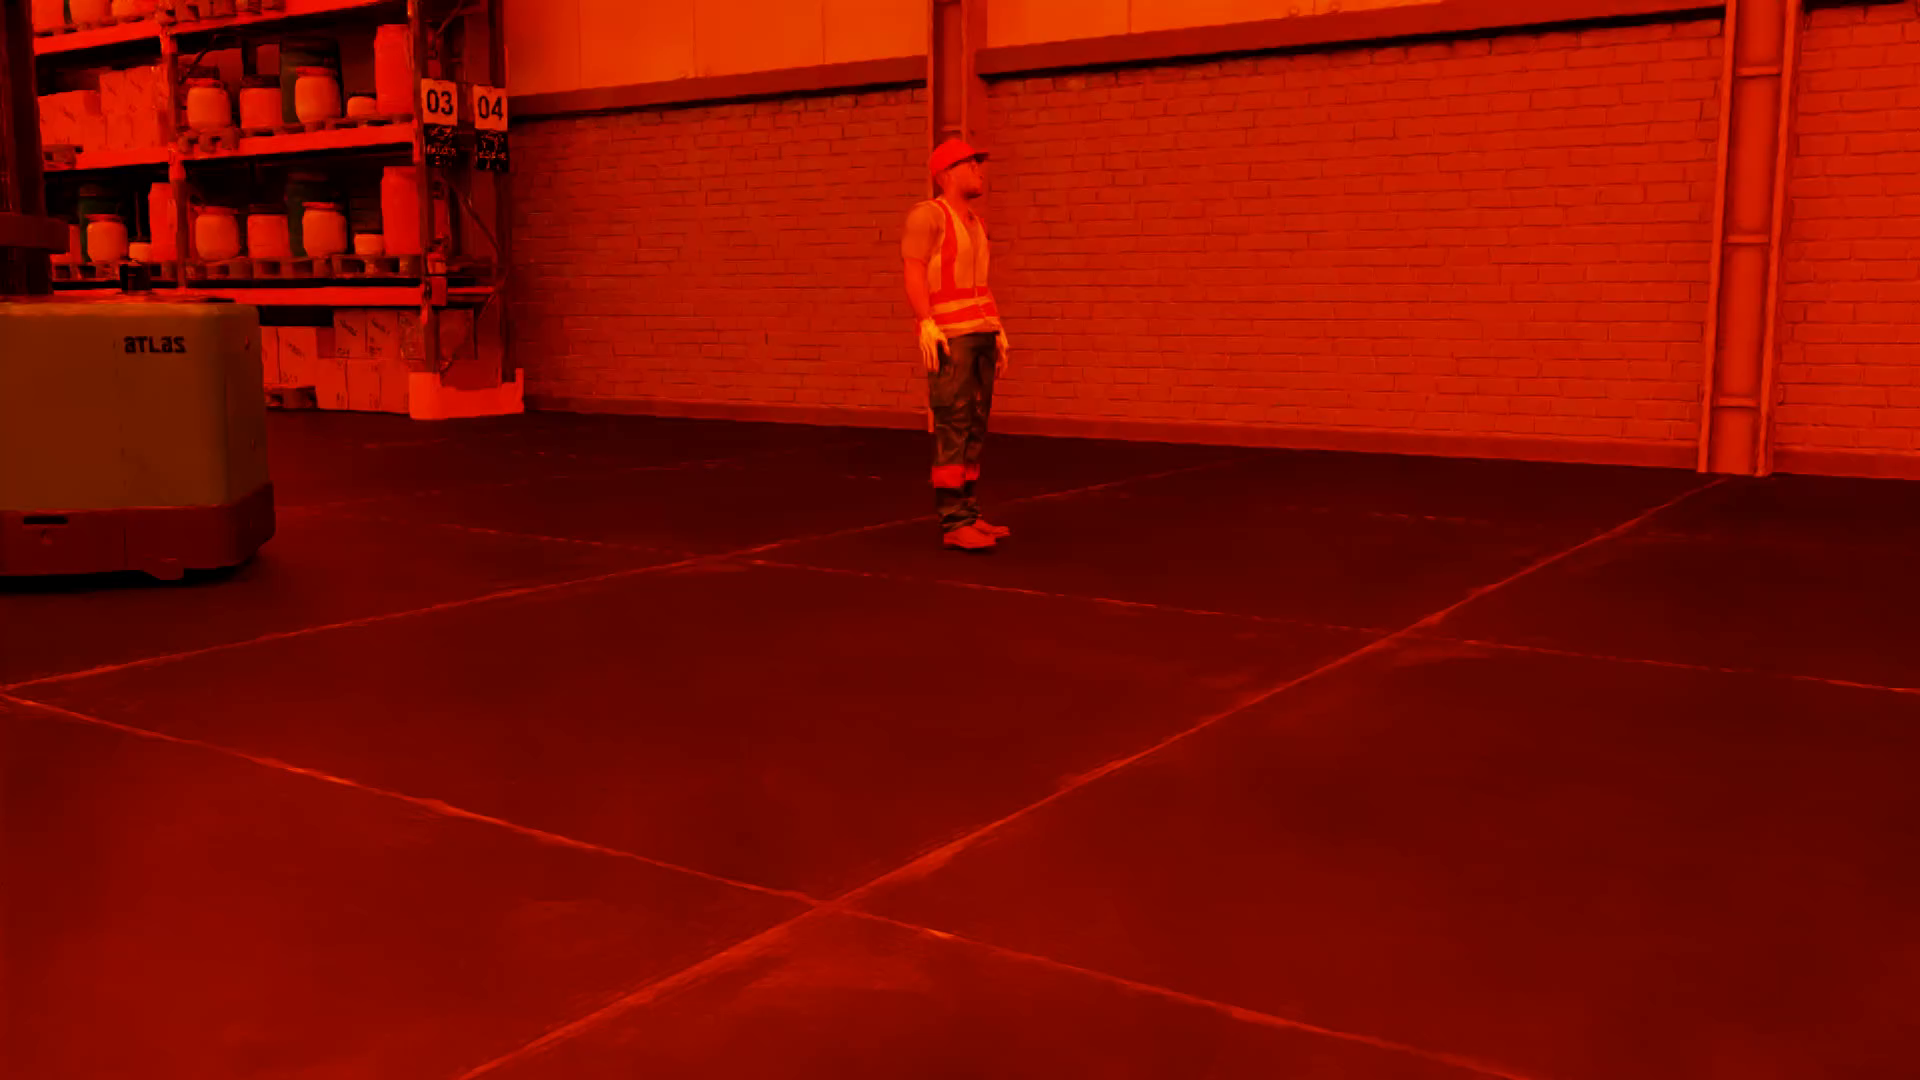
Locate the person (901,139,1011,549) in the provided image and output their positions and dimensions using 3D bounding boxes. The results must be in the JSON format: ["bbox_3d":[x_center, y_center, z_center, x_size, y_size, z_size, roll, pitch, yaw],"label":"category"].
[{"bbox_3d":[0.061,-0.885,7.423,0.563,1.787,0.637,5,10,34],"label":"person"}]

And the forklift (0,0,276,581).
[{"bbox_3d":[-4.367,-1.298,6.317,3.031,2.935,1.130,-2,8,-13],"label":"forklift"}]
